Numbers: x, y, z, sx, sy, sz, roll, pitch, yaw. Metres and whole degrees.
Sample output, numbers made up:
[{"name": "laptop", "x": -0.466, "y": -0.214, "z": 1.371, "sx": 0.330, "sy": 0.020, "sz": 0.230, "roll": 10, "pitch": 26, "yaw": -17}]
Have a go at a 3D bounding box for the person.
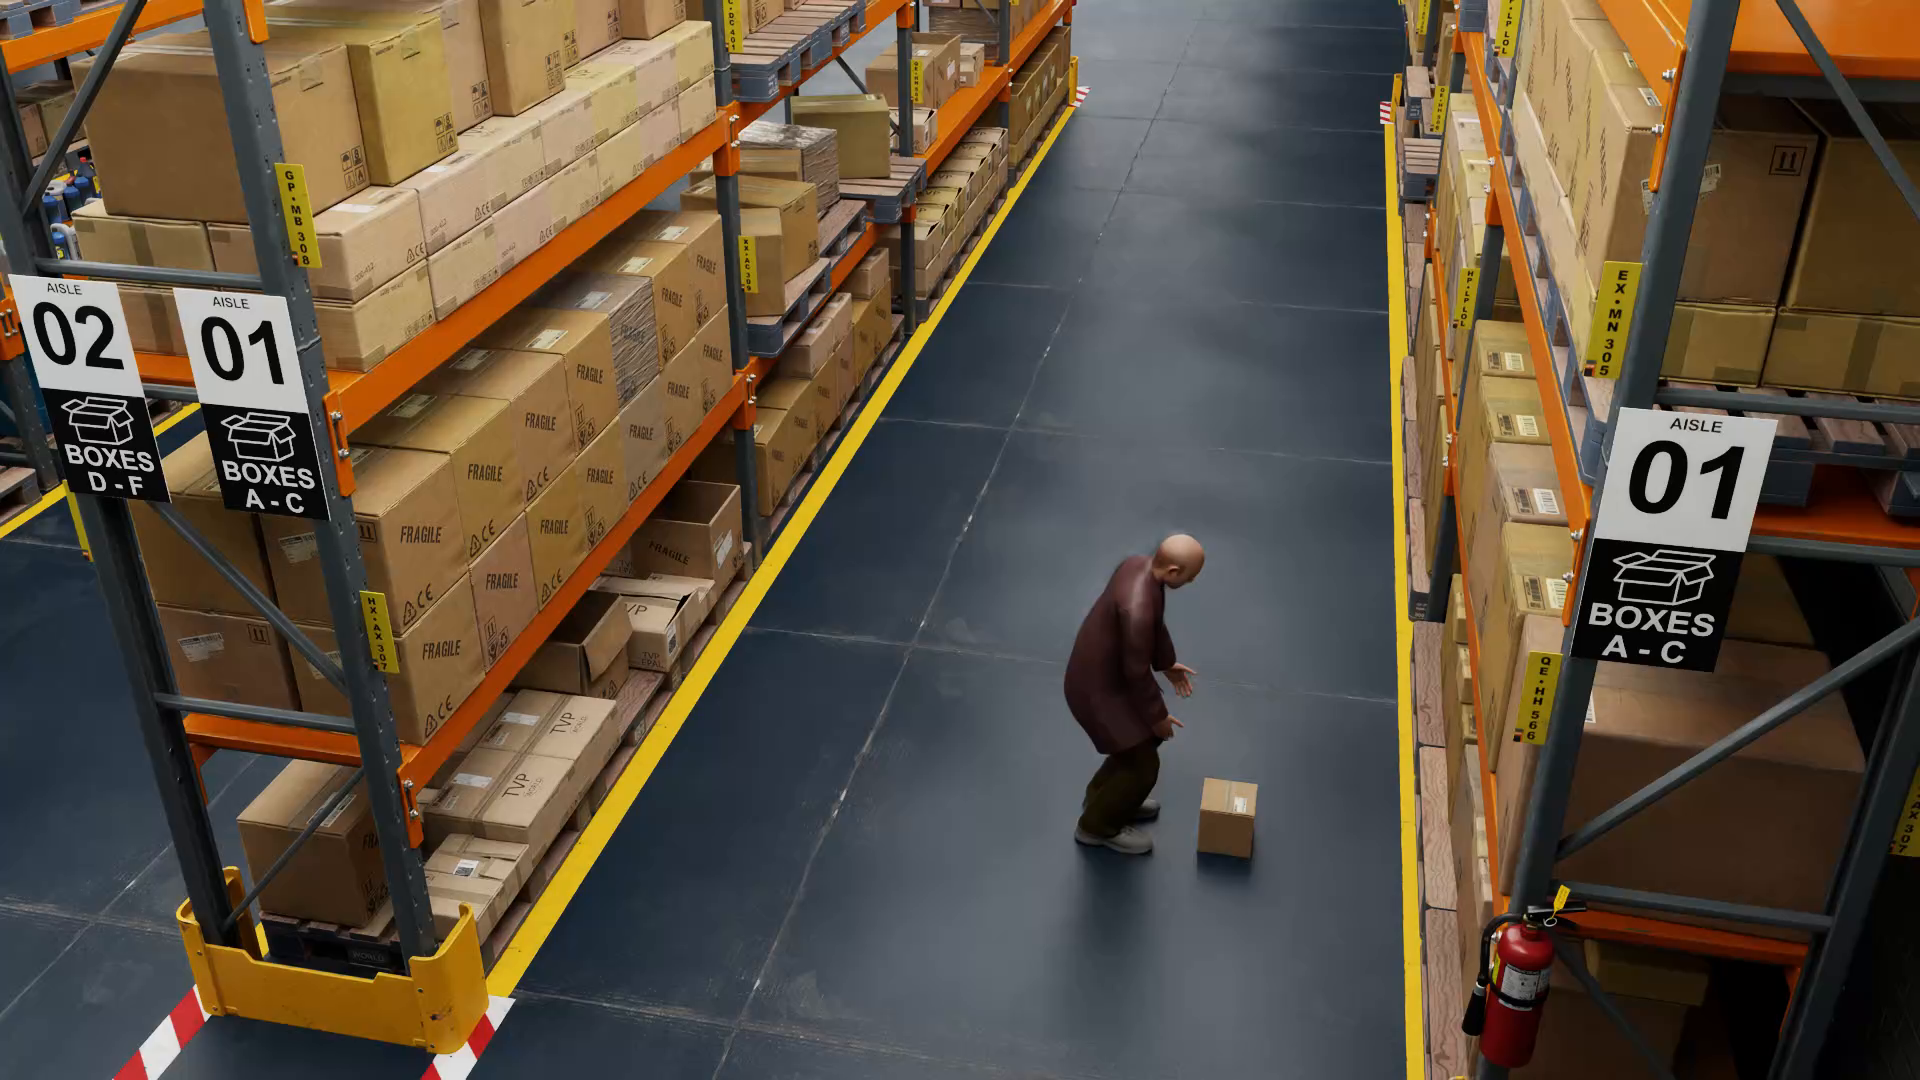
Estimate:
[{"name": "person", "x": 0.778, "y": 0.668, "z": 7.623, "sx": 0.588, "sy": 1.577, "sz": 0.623, "roll": 6, "pitch": 29, "yaw": 11}]
